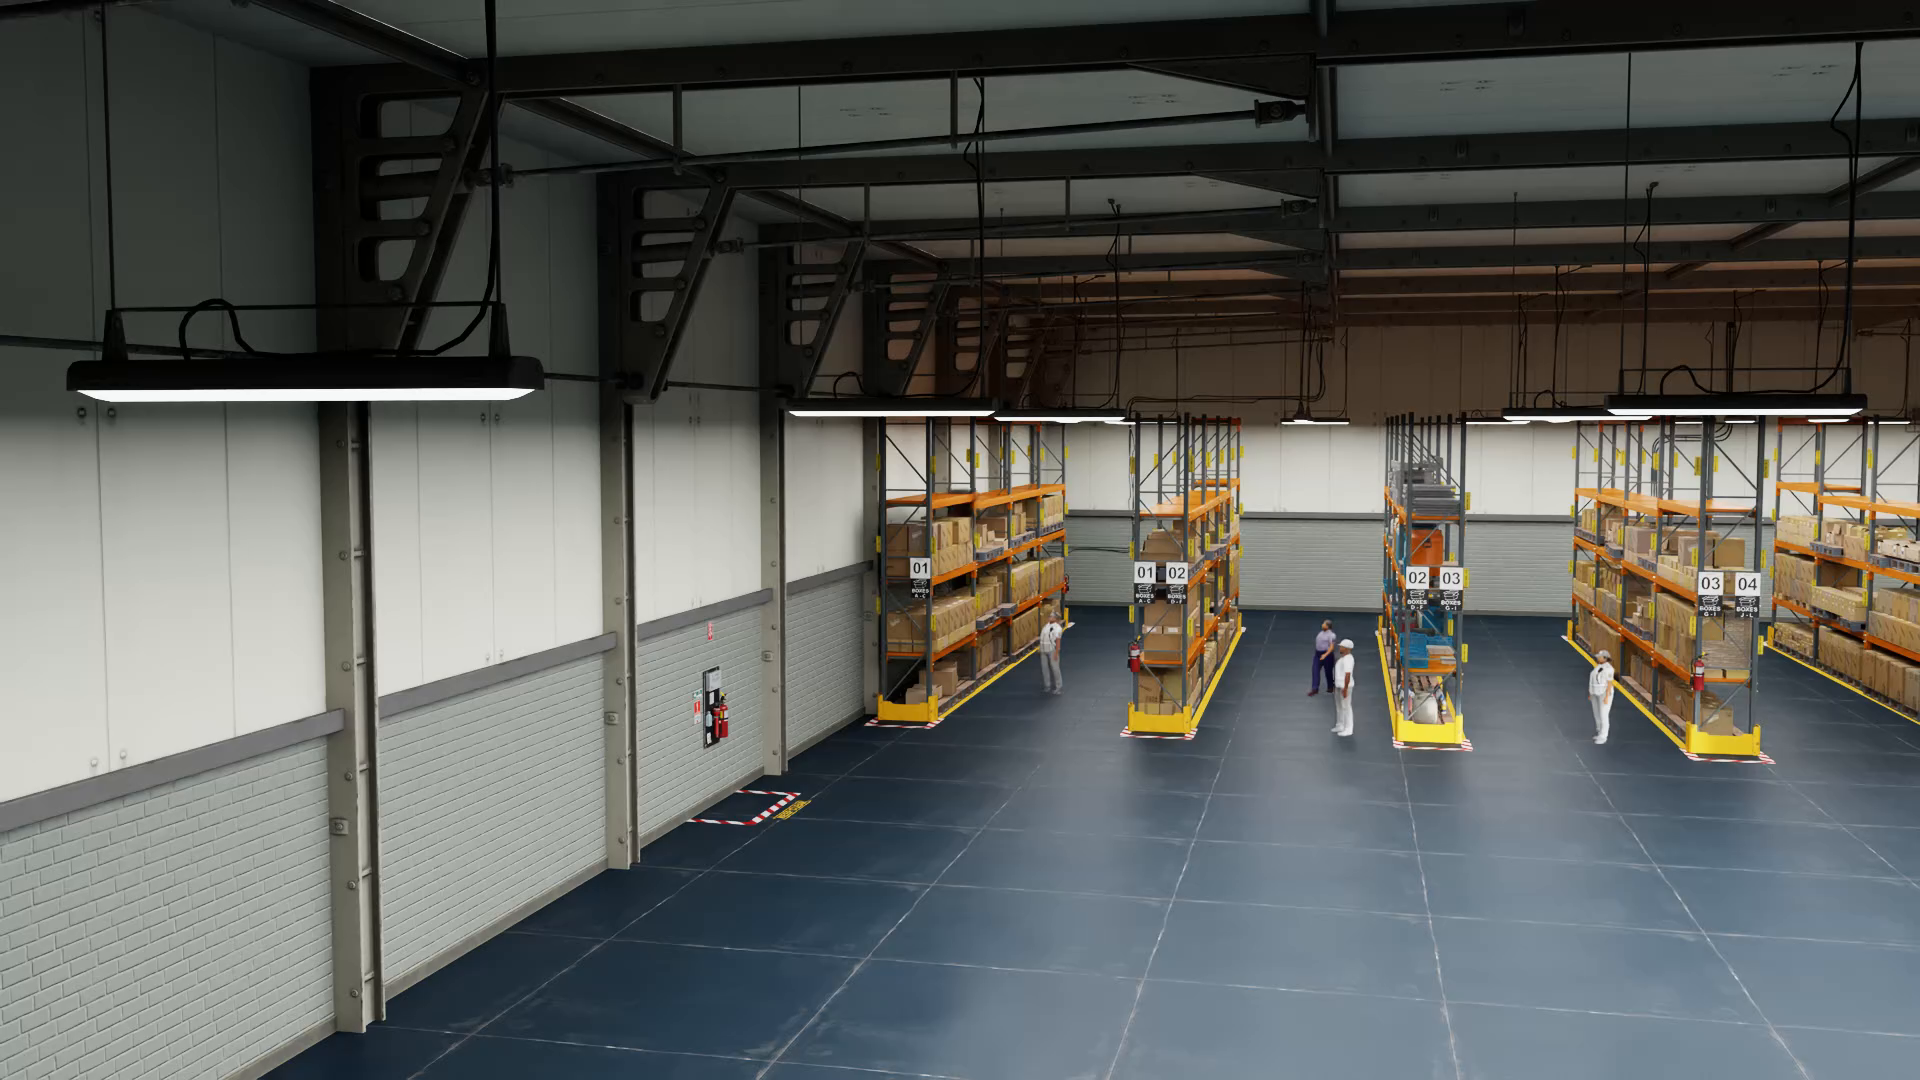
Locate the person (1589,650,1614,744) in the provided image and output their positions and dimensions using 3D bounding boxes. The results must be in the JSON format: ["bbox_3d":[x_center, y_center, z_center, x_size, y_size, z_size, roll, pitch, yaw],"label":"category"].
[{"bbox_3d":[11.683,2.853,30.339,0.503,1.683,0.493,-2,4,-25],"label":"person"}]

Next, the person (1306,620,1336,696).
[{"bbox_3d":[7.769,2.510,35.575,0.499,1.604,0.880,3,5,41],"label":"person"}]

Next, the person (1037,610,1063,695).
[{"bbox_3d":[1.965,2.411,35.991,0.624,1.792,0.495,3,5,38],"label":"person"}]

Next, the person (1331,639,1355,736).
[{"bbox_3d":[7.165,2.731,31.050,0.421,1.771,0.656,-1,4,-10],"label":"person"}]
